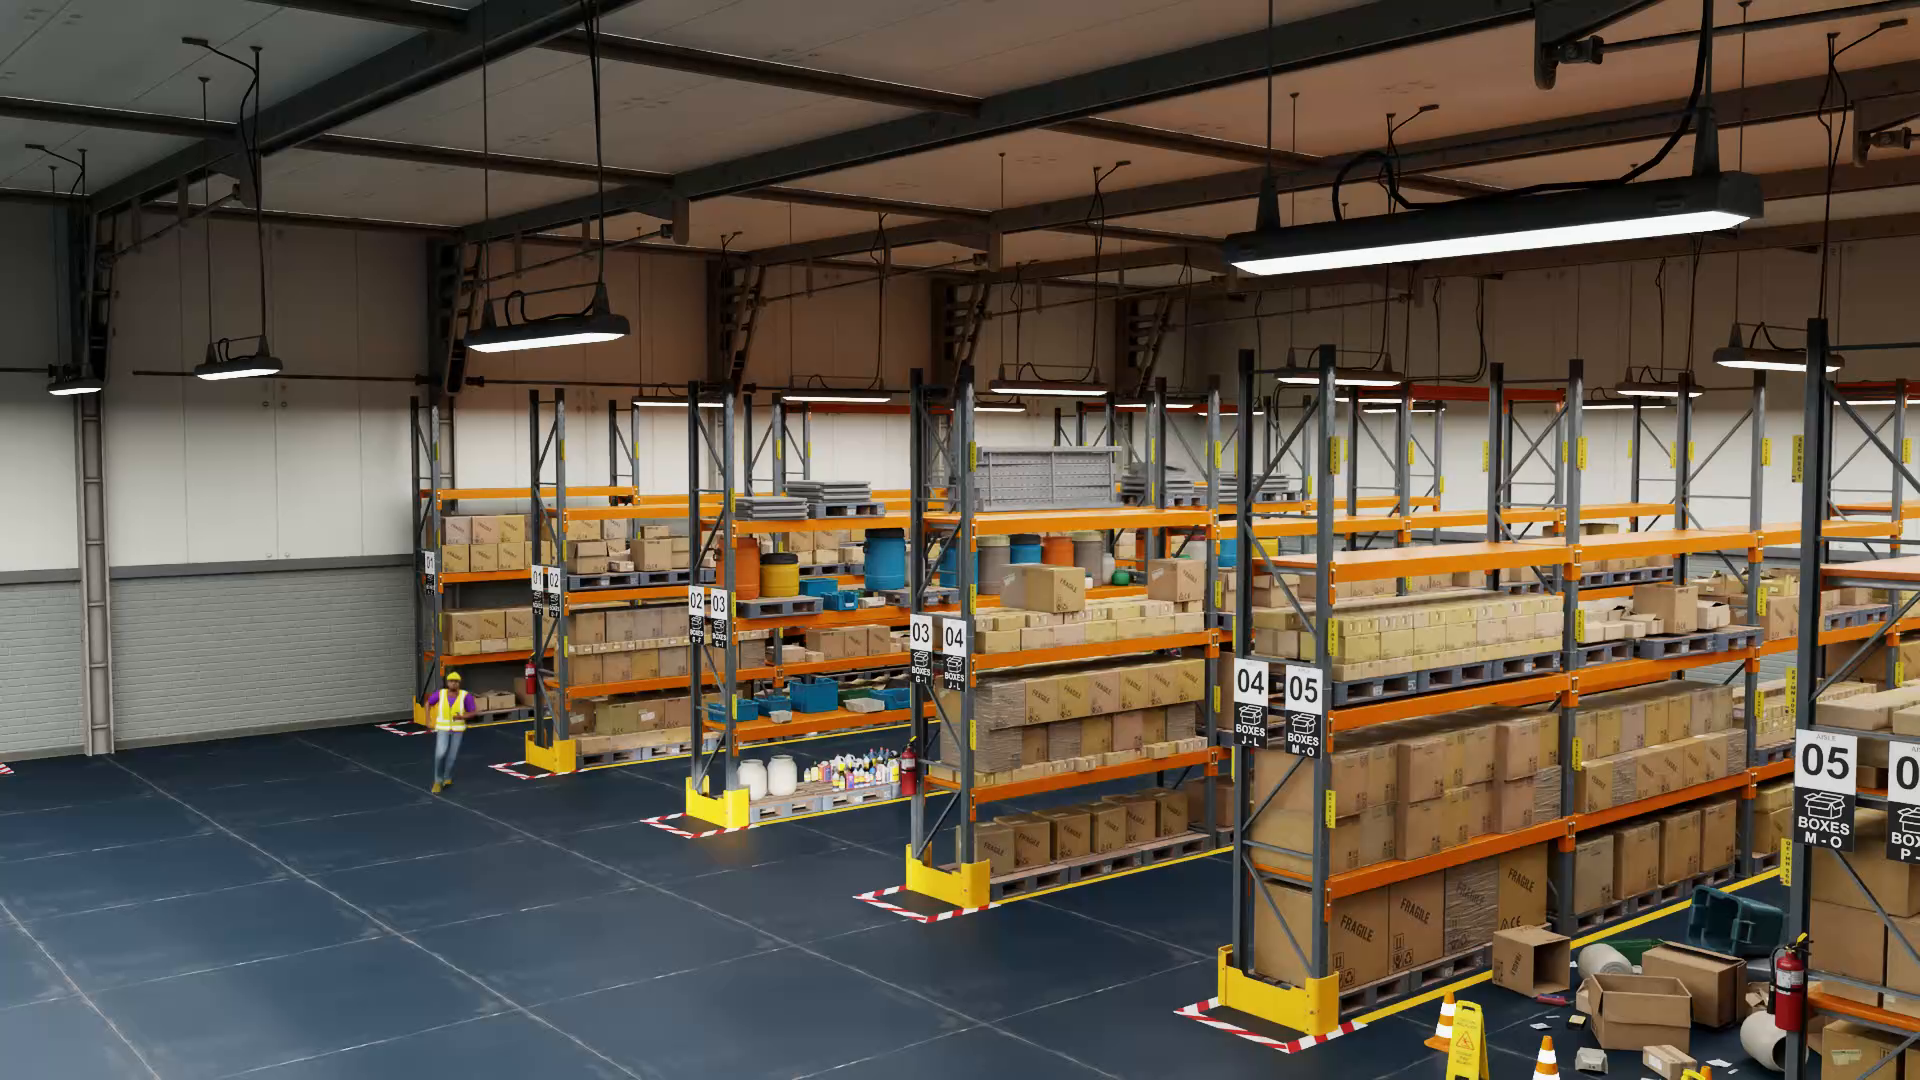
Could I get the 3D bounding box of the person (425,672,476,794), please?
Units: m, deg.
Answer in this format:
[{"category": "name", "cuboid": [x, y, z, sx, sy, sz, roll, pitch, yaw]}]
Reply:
[{"category": "person", "cuboid": [-7.553, 2.856, 24.672, 0.708, 1.811, 0.659, -1, 4, -19]}]
